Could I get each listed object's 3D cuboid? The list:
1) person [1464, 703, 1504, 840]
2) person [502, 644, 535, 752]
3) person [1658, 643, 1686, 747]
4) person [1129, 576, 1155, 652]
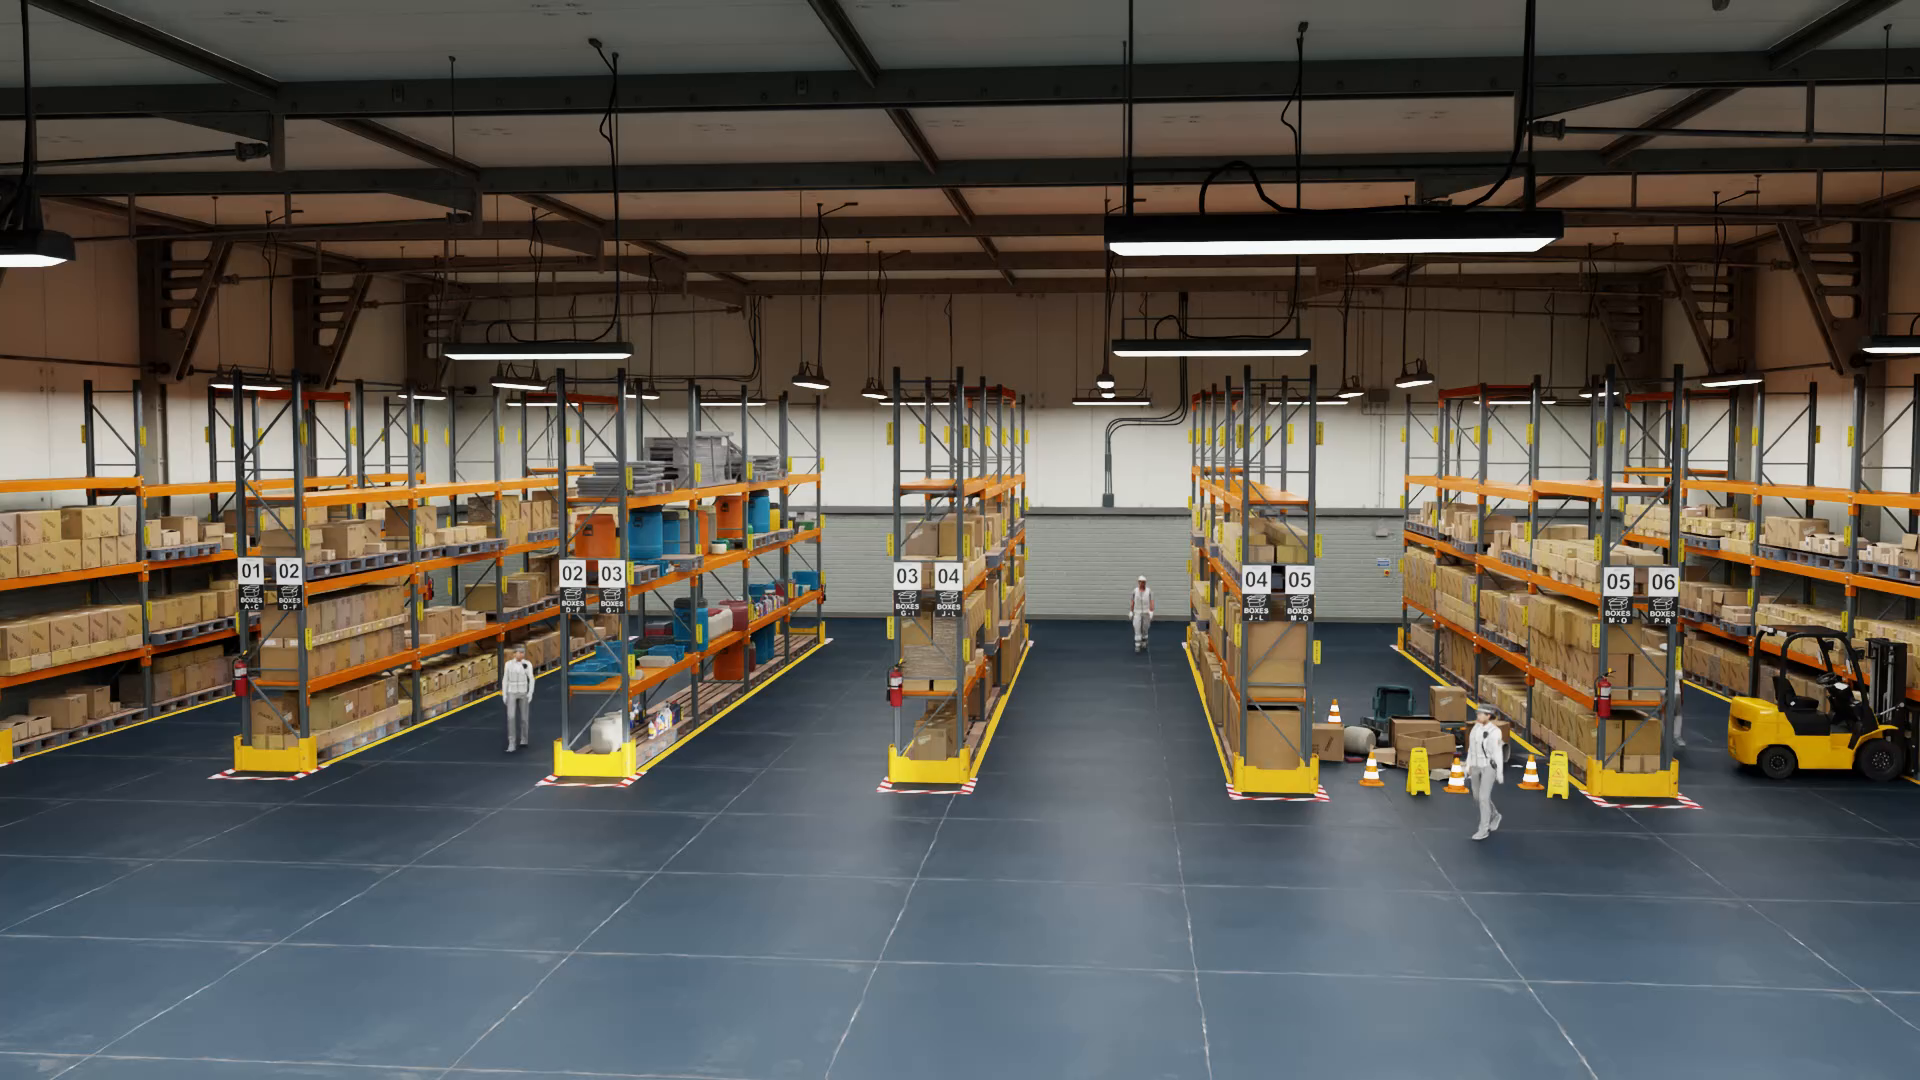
[{"bbox_3d":[6.613,2.863,20.859,0.700,1.675,0.475,-2,4,-25],"label":"person"},{"bbox_3d":[-7.098,2.521,26.757,0.516,1.669,0.723,-1,4,-17],"label":"person"},{"bbox_3d":[11.379,2.510,26.681,0.496,1.674,0.470,1,4,12],"label":"person"},{"bbox_3d":[4.238,1.703,38.644,0.570,1.721,1.050,0,4,1],"label":"person"}]
